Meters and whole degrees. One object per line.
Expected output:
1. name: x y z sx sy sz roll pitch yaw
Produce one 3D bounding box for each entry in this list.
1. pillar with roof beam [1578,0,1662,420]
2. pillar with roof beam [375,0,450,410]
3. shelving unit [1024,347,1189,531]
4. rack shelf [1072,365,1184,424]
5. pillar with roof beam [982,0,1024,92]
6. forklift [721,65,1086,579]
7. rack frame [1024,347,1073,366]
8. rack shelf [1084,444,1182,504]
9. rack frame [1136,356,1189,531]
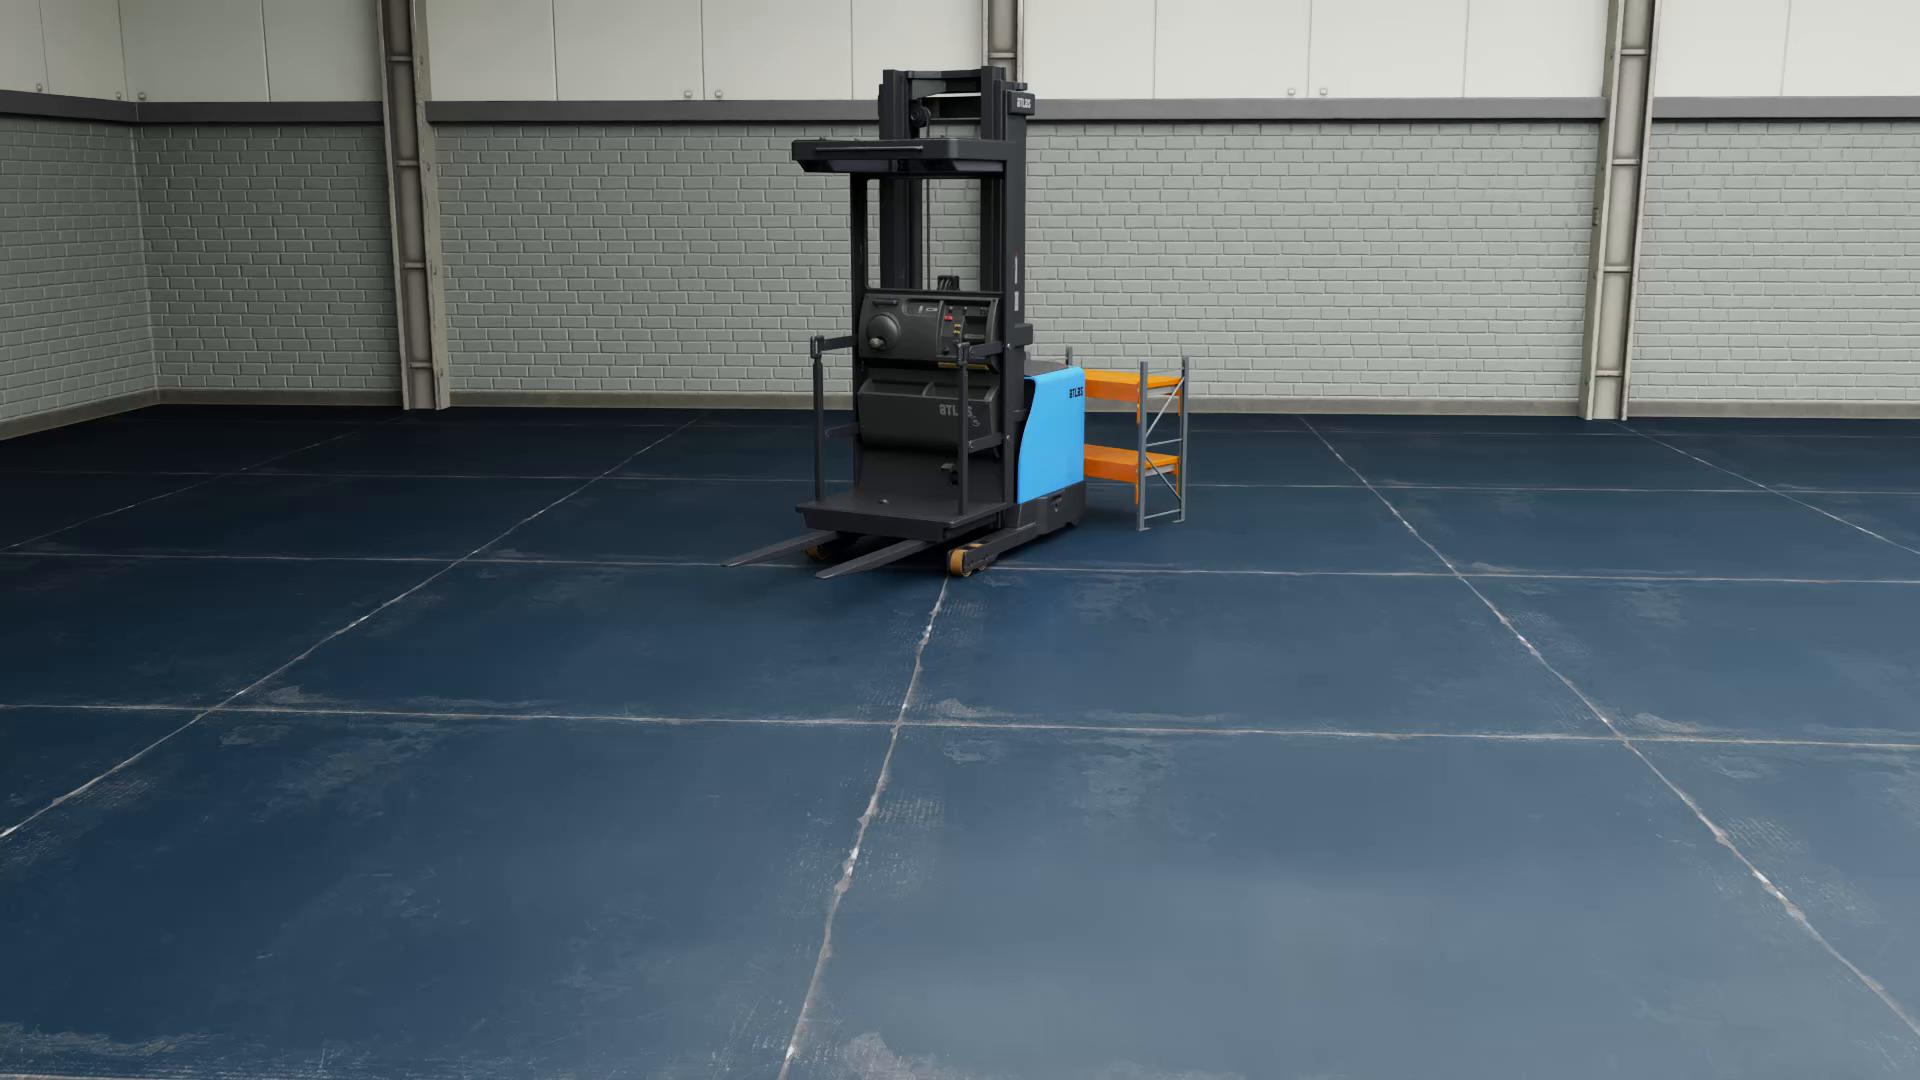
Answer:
1. pillar with roof beam: 6.119 -4.744 11.471 0.400 9.000 9.100 1 12 4
2. pillar with roof beam: -5.855 -4.909 12.255 0.400 9.000 9.100 1 12 4
3. shelving unit: 0.989 -0.720 11.463 1.048 1.125 0.538 11 16 42
4. rack shelf: 0.989 -1.006 11.403 1.000 0.278 0.538 11 16 42
5. pillar with roof beam: 0.132 -4.826 11.863 0.400 9.000 9.100 1 12 4
6. forklift: -0.294 -1.322 9.930 1.130 2.935 3.031 6 13 28
7. rack frame: 0.621 -0.792 11.806 0.032 1.125 0.500 11 16 42
8. rack shelf: 0.989 -0.481 11.513 1.000 0.278 0.538 11 16 42
9. rack frame: 1.358 -0.648 11.120 0.032 1.125 0.500 11 16 42
